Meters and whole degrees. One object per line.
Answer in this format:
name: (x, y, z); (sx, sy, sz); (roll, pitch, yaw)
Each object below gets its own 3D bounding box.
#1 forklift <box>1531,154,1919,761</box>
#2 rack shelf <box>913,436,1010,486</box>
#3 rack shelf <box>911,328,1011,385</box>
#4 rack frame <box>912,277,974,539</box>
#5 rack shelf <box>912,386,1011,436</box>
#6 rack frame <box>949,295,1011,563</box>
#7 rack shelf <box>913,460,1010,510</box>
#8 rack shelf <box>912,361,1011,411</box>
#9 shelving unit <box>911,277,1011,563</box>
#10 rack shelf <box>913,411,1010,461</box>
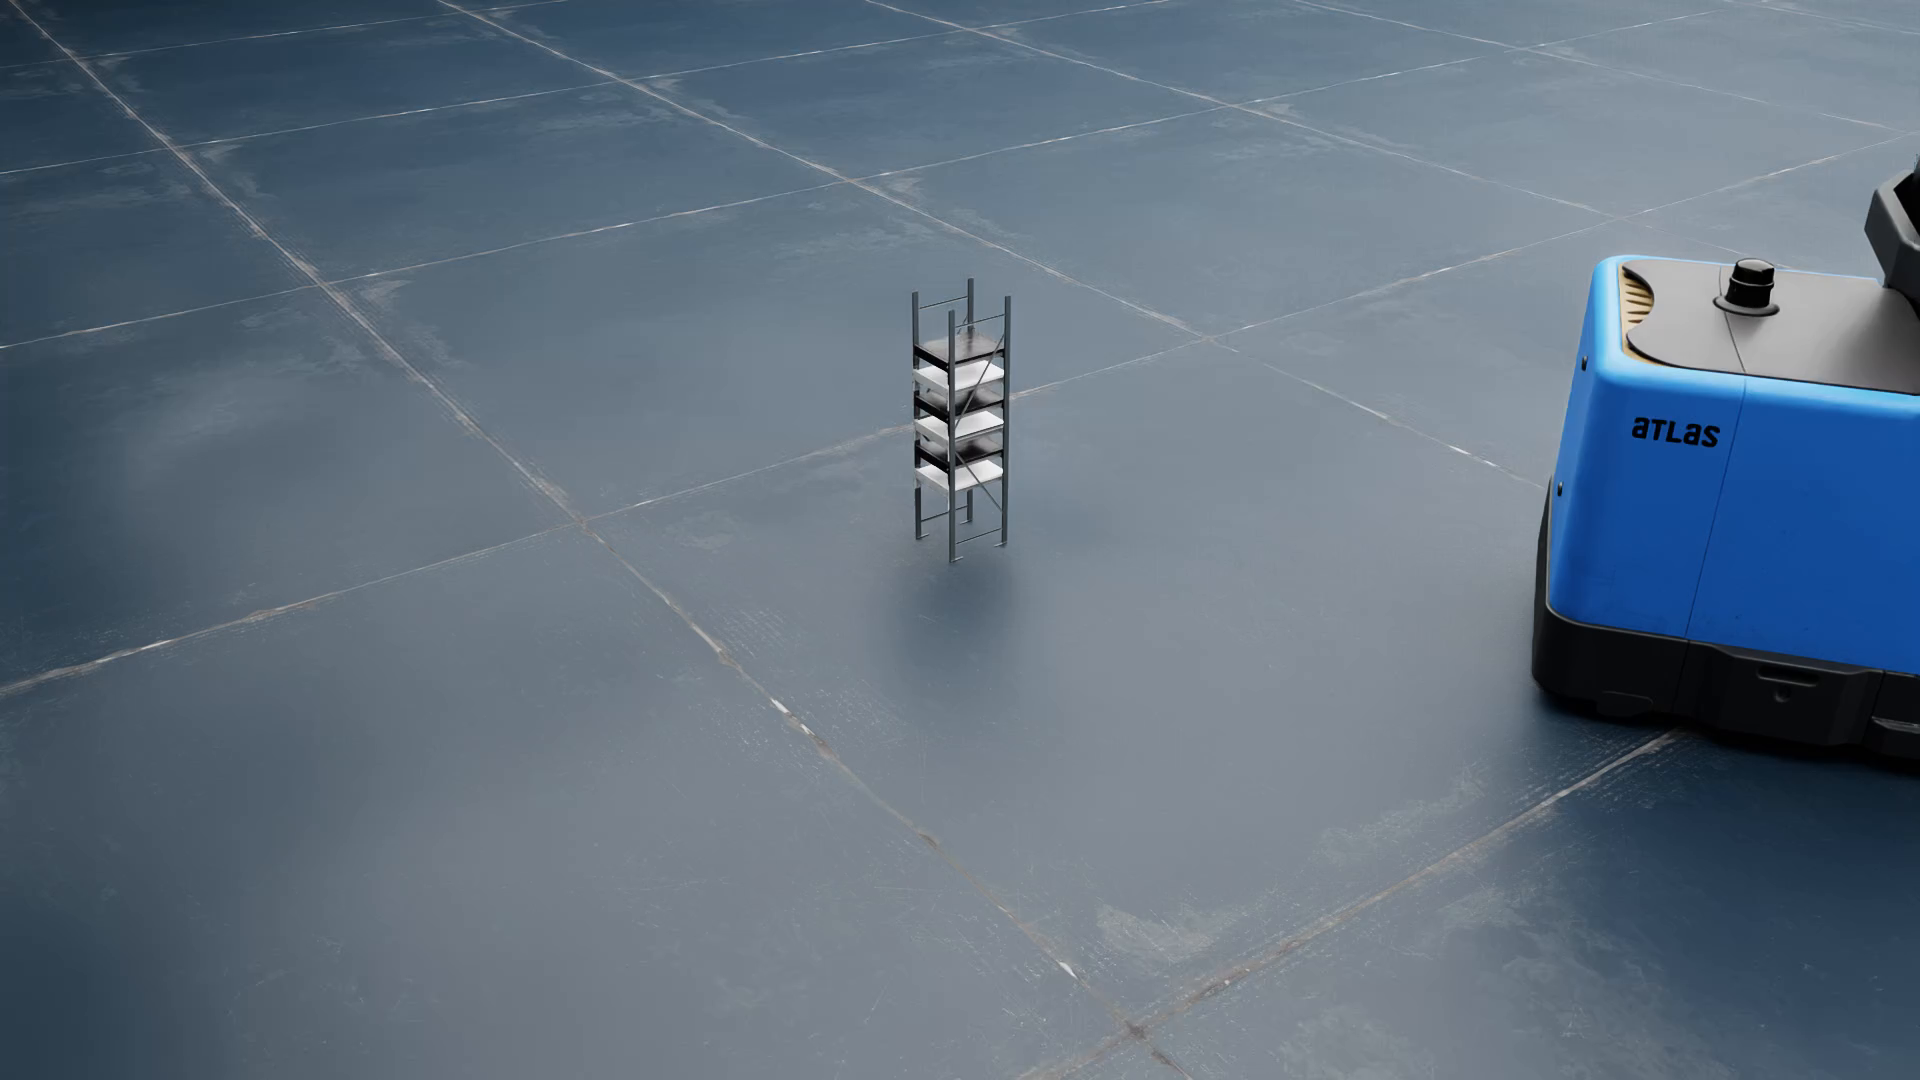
forklift: (3.249, -0.802, 4.155); (3.031, 2.935, 1.130); (9, 30, 16)
rack shelf: (0.005, -0.284, 5.588); (0.258, 0.077, 0.200); (-19, 34, -31)
rack shelf: (0.005, -0.600, 5.416); (0.258, 0.077, 0.200); (-19, 34, -31)
rack frame: (-0.054, -0.432, 5.602); (0.240, 0.900, 0.006); (-19, 34, -31)
rack shelf: (0.005, -0.442, 5.502); (0.258, 0.077, 0.200); (-19, 34, -31)
rack frame: (0.064, -0.353, 5.457); (0.240, 0.900, 0.006); (-19, 34, -31)
rack shelf: (0.005, -0.205, 5.631); (0.258, 0.077, 0.200); (-19, 34, -31)
rack shelf: (0.005, -0.521, 5.459); (0.258, 0.077, 0.200); (-19, 34, -31)
shelving unit: (0.005, -0.392, 5.529); (0.258, 0.900, 0.210); (-19, 34, -31)
rack shelf: (0.005, -0.363, 5.545); (0.258, 0.077, 0.200); (-19, 34, -31)
